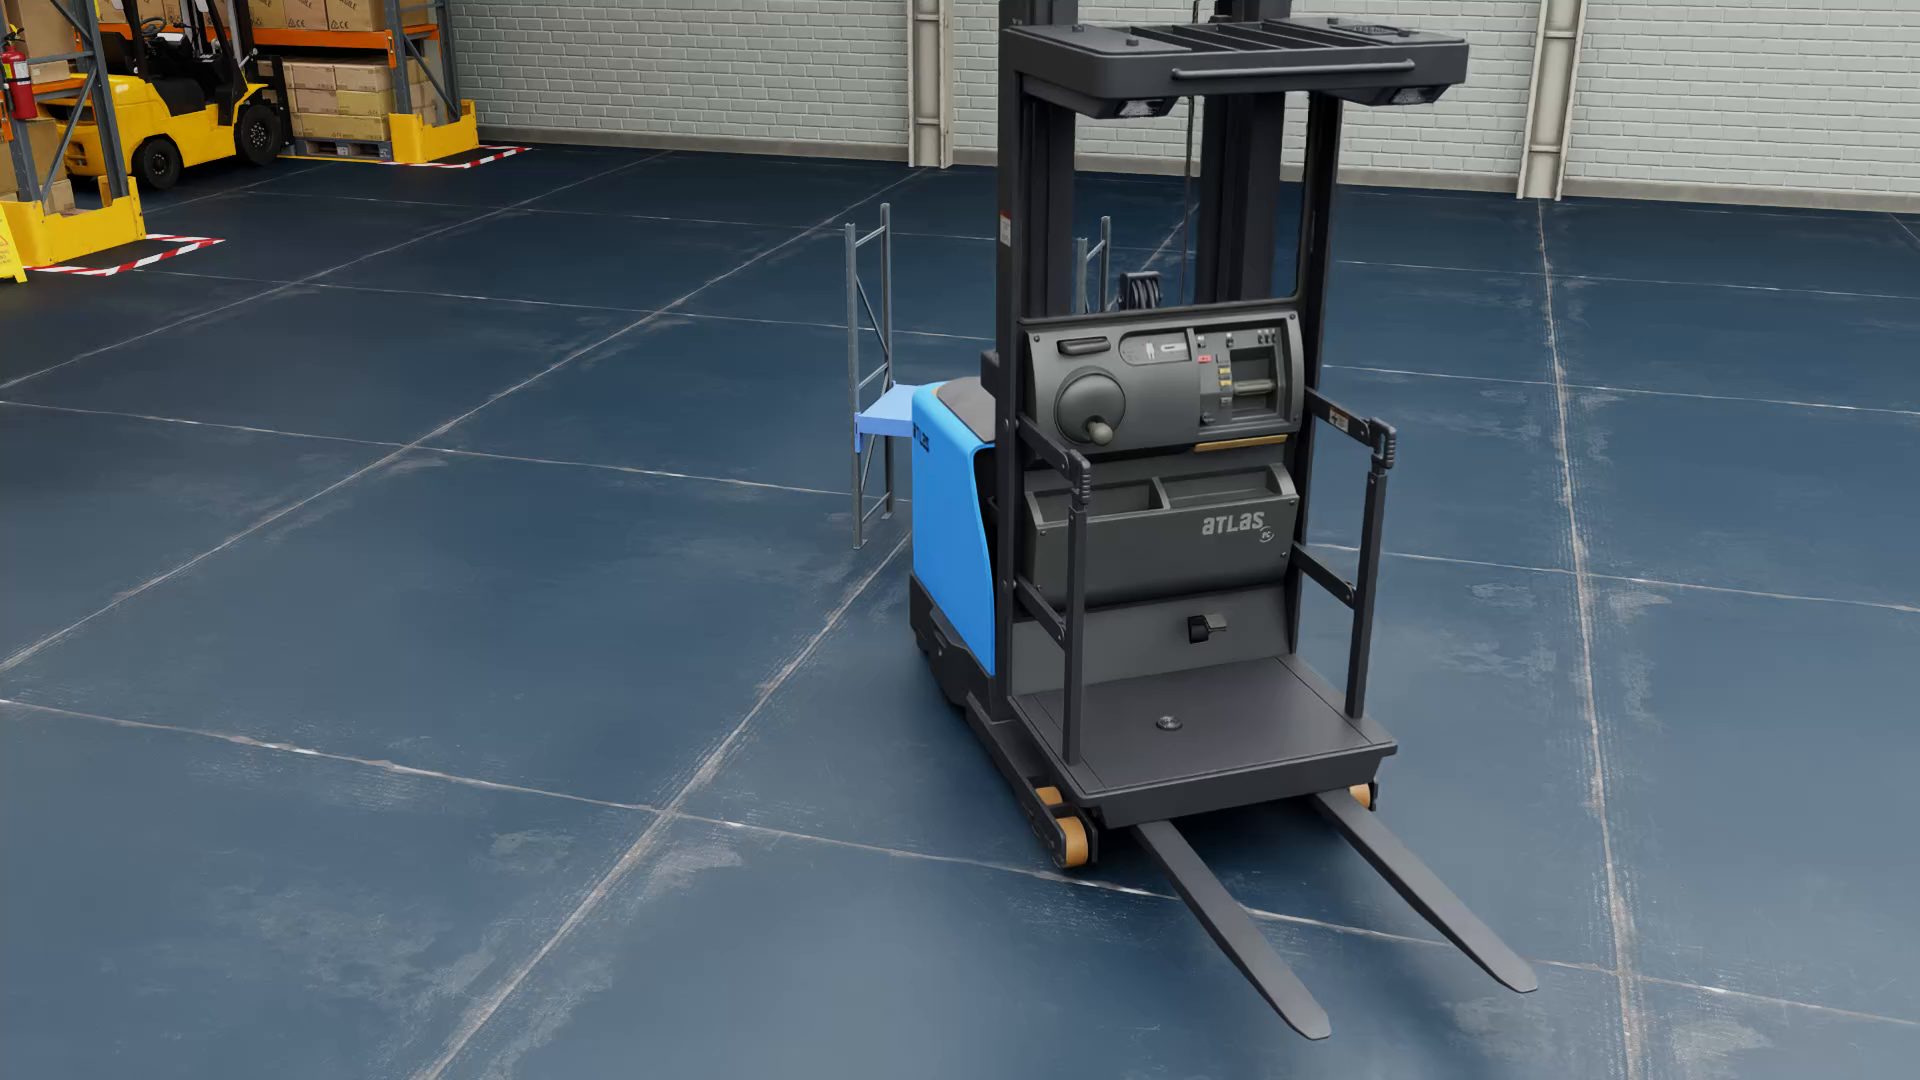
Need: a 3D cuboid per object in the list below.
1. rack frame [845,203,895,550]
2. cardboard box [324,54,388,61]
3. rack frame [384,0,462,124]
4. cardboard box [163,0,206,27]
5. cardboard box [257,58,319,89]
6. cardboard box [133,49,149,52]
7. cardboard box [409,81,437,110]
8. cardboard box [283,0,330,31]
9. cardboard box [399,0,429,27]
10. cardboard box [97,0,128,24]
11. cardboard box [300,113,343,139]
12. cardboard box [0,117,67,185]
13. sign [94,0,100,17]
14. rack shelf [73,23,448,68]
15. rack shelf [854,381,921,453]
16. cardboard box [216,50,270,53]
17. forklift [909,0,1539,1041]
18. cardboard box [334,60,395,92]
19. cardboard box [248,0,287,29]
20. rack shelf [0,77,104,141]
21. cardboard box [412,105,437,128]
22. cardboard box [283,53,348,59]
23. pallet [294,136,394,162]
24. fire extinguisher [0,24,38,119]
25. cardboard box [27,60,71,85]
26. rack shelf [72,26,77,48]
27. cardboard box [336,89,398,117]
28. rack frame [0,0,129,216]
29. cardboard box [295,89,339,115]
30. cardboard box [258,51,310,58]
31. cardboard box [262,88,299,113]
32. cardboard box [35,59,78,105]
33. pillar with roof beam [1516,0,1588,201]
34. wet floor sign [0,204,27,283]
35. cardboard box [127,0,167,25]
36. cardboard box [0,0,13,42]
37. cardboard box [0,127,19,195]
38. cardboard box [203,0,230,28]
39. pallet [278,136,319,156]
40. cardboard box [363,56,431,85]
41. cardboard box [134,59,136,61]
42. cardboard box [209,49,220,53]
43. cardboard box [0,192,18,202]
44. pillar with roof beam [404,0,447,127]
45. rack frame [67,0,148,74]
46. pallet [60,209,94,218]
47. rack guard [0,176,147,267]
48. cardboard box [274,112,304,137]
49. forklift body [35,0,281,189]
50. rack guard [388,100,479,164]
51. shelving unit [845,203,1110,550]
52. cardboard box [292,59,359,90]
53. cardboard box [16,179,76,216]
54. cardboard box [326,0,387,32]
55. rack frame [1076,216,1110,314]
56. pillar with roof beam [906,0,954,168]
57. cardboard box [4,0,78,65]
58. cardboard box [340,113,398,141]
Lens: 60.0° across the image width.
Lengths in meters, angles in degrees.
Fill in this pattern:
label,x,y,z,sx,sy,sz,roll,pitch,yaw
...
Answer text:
label,x,y,z,sx,sy,sz,roll,pitch,yaw
rack frame,-0.405,-0.740,7.598,0.032,1.500,0.500,7,23,16
cardboard box,-6.523,-5.095,17.990,0.500,0.250,0.500,7,23,16
rack frame,-5.638,-5.535,17.311,0.127,3.000,1.000,7,23,16
cardboard box,-8.129,-5.770,17.752,0.500,0.500,0.500,6,23,15
cardboard box,-7.145,-4.962,17.667,0.500,0.250,0.500,7,23,16
cardboard box,-8.940,-5.374,18.672,0.500,0.250,0.500,7,23,17
cardboard box,-6.028,-4.815,17.968,0.500,0.250,0.500,7,23,16
cardboard box,-6.679,-5.600,17.338,0.500,0.500,0.500,7,23,17
cardboard box,-6.032,-5.736,17.670,0.500,0.500,0.500,7,23,17
cardboard box,-9.118,-5.876,18.011,0.500,0.500,0.500,6,23,14
cardboard box,-6.652,-4.452,17.740,0.500,0.250,0.500,7,23,15
cardboard box,-7.783,-3.191,13.679,0.500,0.500,0.500,6,23,14
sign,-6.911,-4.329,13.230,0.005,0.325,0.100,7,23,16
rack shelf,-7.552,-5.421,17.982,4.000,0.370,1.077,7,23,16
rack shelf,0.082,-0.518,7.531,1.000,0.185,0.538,7,23,16
cardboard box,-7.970,-5.264,18.403,0.500,0.250,0.500,7,23,16
forklift,0.731,-0.490,5.102,1.130,2.935,3.031,-7,23,-16
cardboard box,-6.169,-4.857,17.410,0.500,0.250,0.500,7,23,17
cardboard box,-7.169,-5.656,17.474,0.500,0.500,0.500,6,23,14
rack shelf,-8.983,-3.617,13.584,4.000,0.370,1.077,7,23,16
cardboard box,-6.051,-4.582,18.057,0.500,0.250,0.500,7,23,16
cardboard box,-6.998,-5.153,18.133,0.500,0.250,0.500,6,23,15
pallet,-6.382,-4.313,18.007,1.213,0.211,1.003,7,23,16
fire extinguisher,-7.092,-3.515,12.489,0.183,0.674,0.296,7,23,16
cardboard box,-7.333,-3.727,13.235,0.250,0.149,0.380,7,23,16
rack shelf,-11.382,-5.860,19.051,4.000,0.370,1.077,7,23,16
cardboard box,-6.194,-4.628,17.511,0.500,0.250,0.500,6,23,15
rack frame,-7.068,-3.731,12.913,0.127,3.000,1.000,7,23,16
cardboard box,-6.671,-4.687,17.655,0.500,0.250,0.500,6,23,15
cardboard box,-7.487,-5.212,18.276,0.500,0.250,0.500,6,23,14
cardboard box,-7.171,-4.736,17.774,0.500,0.250,0.500,6,23,14
cardboard box,-9.970,-5.122,18.880,0.625,0.625,0.875,8,24,18
pillar with roof beam,4.201,-5.835,10.137,0.400,9.000,9.100,7,23,16
wet floor sign,-7.195,-2.232,12.361,0.232,0.644,0.267,16,27,34
cardboard box,-8.614,-5.825,17.886,0.500,0.500,0.500,7,23,16
cardboard box,-7.667,-3.874,12.739,0.500,0.500,0.500,6,23,15
cardboard box,-7.910,-2.993,13.196,0.500,0.500,0.500,7,23,16
cardboard box,-7.654,-5.707,17.599,0.500,0.500,0.500,7,23,16
pallet,-7.546,-4.448,18.335,1.213,0.211,1.003,7,23,15
cardboard box,-6.043,-5.041,17.859,0.500,0.250,0.500,6,23,15
cardboard box,-8.608,-5.131,18.079,0.500,0.250,0.500,7,23,16
cardboard box,-8.451,-5.324,18.550,0.500,0.250,0.500,6,23,15
cardboard box,-7.943,-2.647,13.339,0.500,0.250,0.500,6,23,15
pillar with roof beam,-7.288,-7.150,13.344,0.400,9.000,9.100,7,23,16
rack frame,-9.467,-5.973,18.380,0.127,3.000,1.000,7,23,16
pallet,-7.908,-2.551,13.711,1.213,0.211,1.003,7,23,16
rack guard,-7.141,-2.583,13.408,0.348,0.500,1.175,7,23,16
cardboard box,-7.129,-4.510,17.882,0.500,0.250,0.500,7,23,16
forklift body,-7.980,-4.687,16.363,1.214,2.155,2.313,7,23,16
rack guard,-5.615,-4.376,17.779,0.348,0.500,1.175,7,23,16
shelving unit,0.082,-0.685,7.463,1.048,1.500,0.538,7,23,16
cardboard box,-6.659,-4.911,17.541,0.500,0.250,0.500,7,23,16
cardboard box,-7.760,-2.842,13.816,0.500,0.250,0.500,6,23,15
cardboard box,-6.185,-5.540,17.191,0.500,0.500,0.500,6,23,14
rack frame,0.568,-0.629,7.327,0.032,1.500,0.500,7,23,16
pillar with roof beam,-1.543,-6.492,11.740,0.400,9.000,9.100,7,23,16
cardboard box,-7.441,-4.068,13.210,0.500,0.500,0.500,6,23,15
cardboard box,-6.179,-4.394,17.599,0.500,0.250,0.500,7,23,16
